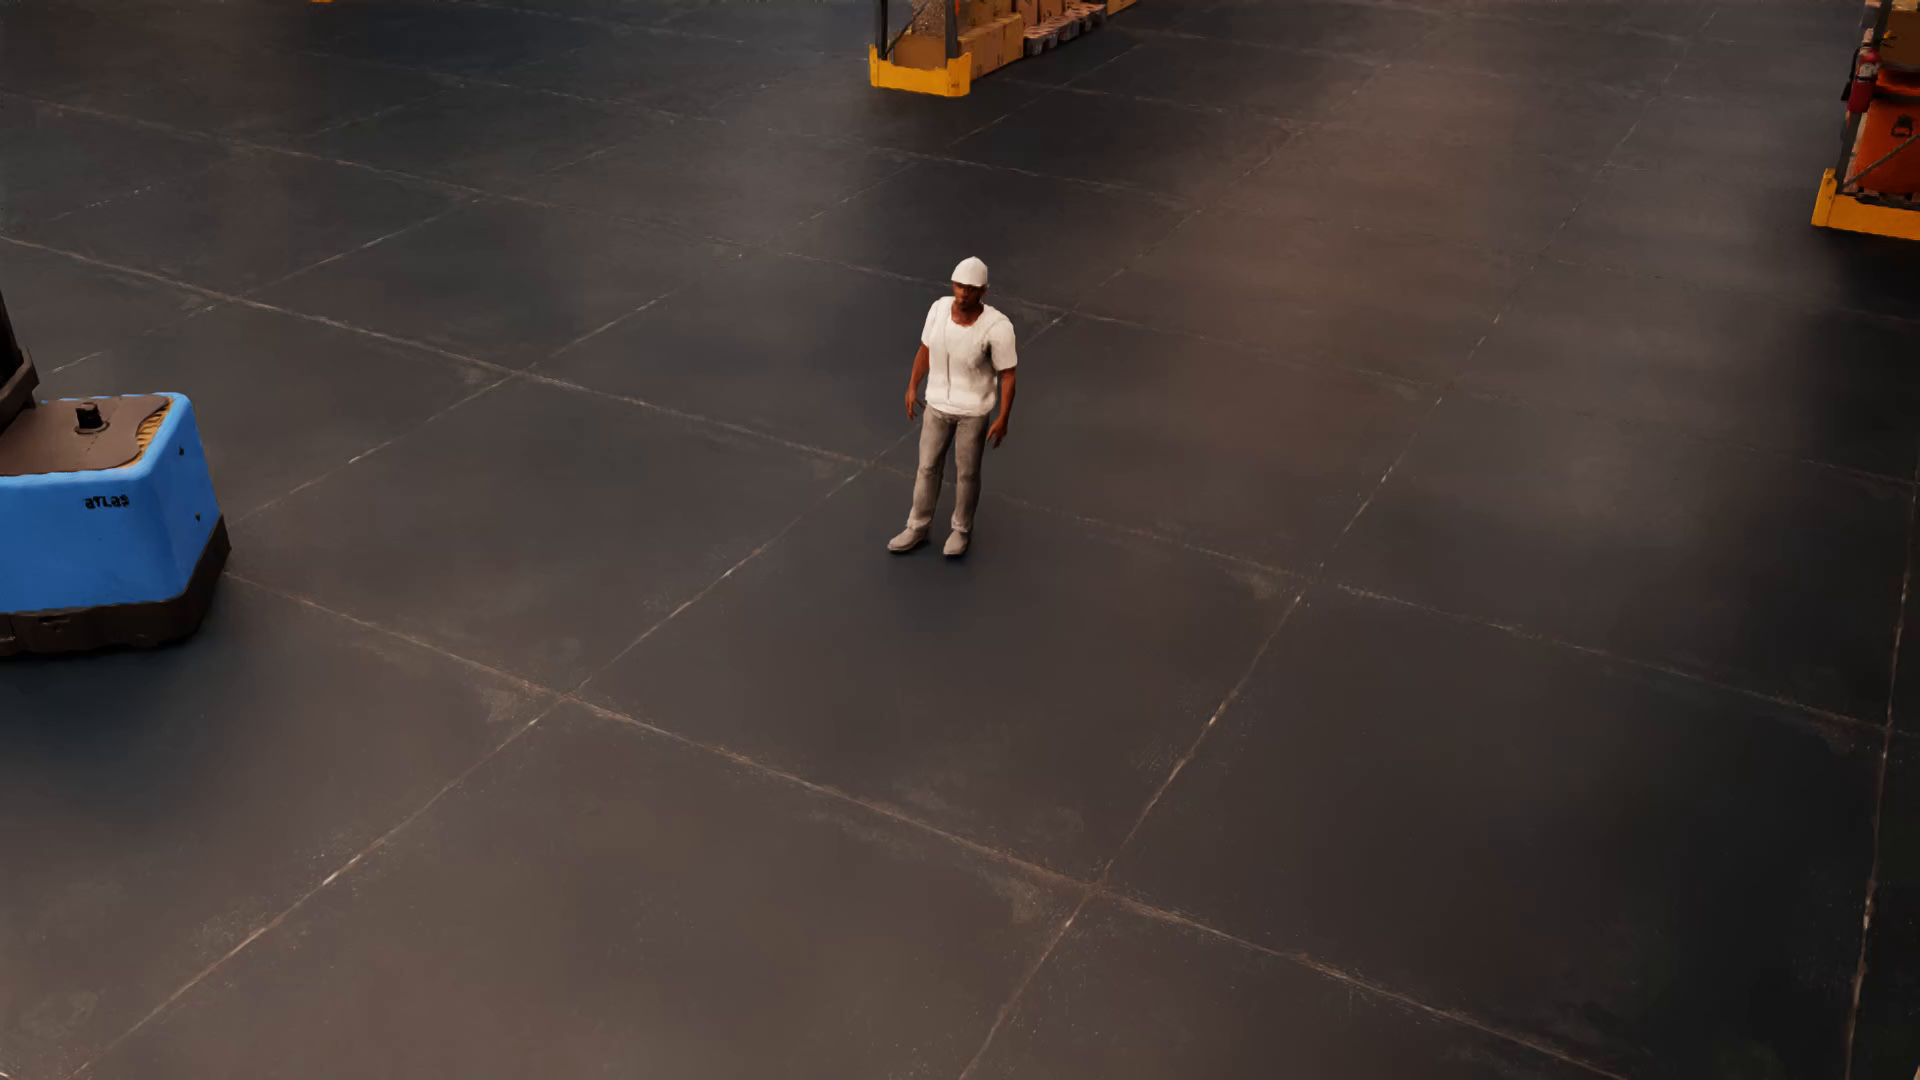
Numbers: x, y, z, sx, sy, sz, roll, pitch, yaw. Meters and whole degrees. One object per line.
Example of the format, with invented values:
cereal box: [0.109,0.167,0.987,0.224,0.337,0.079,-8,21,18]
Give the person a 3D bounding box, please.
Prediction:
person: [-0.039,-0.742,9.507,0.665,1.766,0.576,15,33,25]

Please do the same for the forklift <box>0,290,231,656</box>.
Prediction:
forklift: [-5.710,-0.823,8.497,3.031,2.935,1.130,-5,30,-8]
